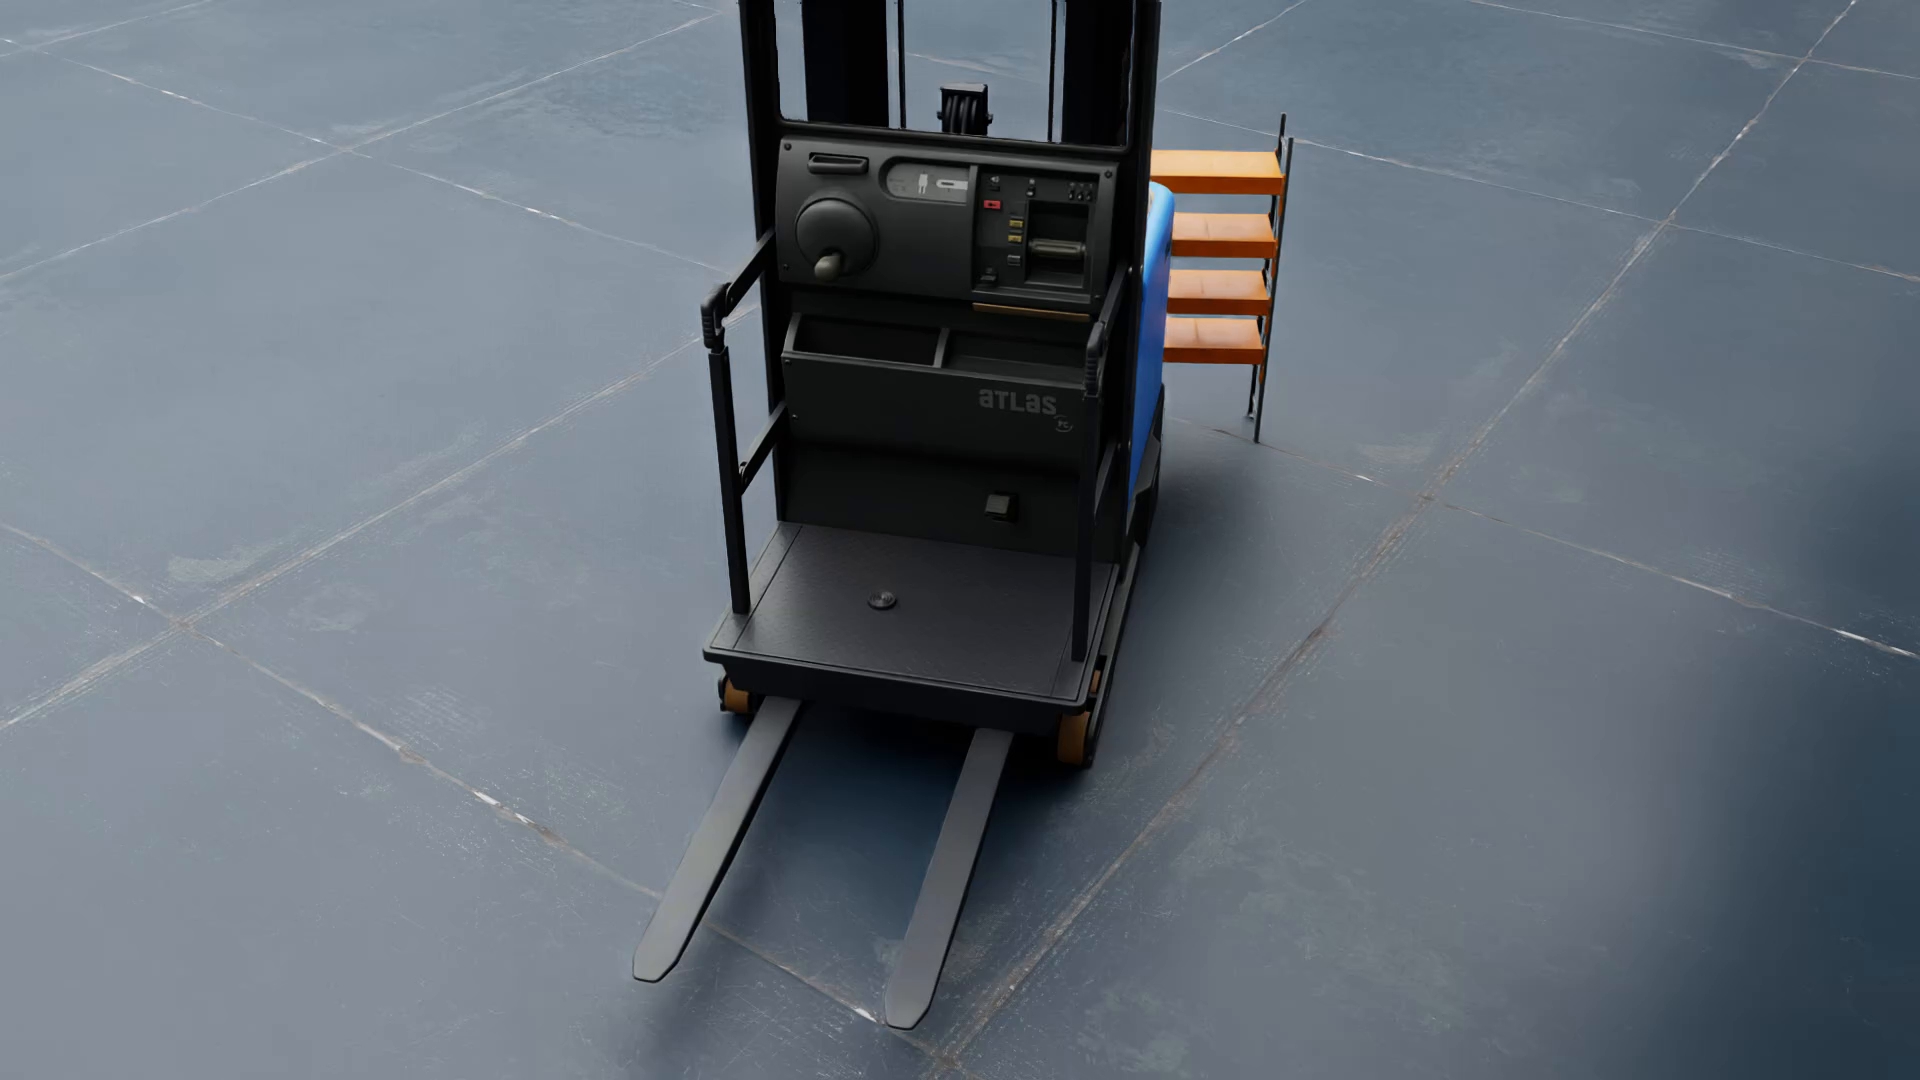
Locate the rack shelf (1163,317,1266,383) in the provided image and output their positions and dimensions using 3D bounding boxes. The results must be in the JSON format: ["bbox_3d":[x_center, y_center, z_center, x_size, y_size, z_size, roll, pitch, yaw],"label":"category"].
[{"bbox_3d":[0.882,-0.717,6.213,0.480,0.148,0.258,1,34,2],"label":"rack shelf"}]

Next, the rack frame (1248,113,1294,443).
[{"bbox_3d":[1.126,-0.931,6.055,0.015,1.200,0.240,1,34,2],"label":"rack frame"}]

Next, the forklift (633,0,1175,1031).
[{"bbox_3d":[-0.092,-0.799,4.316,1.130,2.935,3.031,7,35,11],"label":"forklift"}]

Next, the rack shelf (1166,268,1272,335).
[{"bbox_3d":[0.882,-0.881,6.102,0.480,0.148,0.258,1,34,2],"label":"rack shelf"}]

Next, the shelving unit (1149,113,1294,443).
[{"bbox_3d":[0.882,-0.937,6.064,0.503,1.200,0.258,1,34,2],"label":"shelving unit"}]

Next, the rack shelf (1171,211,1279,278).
[{"bbox_3d":[0.882,-1.067,5.977,0.480,0.148,0.258,1,34,2],"label":"rack shelf"}]

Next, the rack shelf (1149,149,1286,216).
[{"bbox_3d":[0.882,-1.263,5.845,0.480,0.148,0.258,1,34,2],"label":"rack shelf"}]
